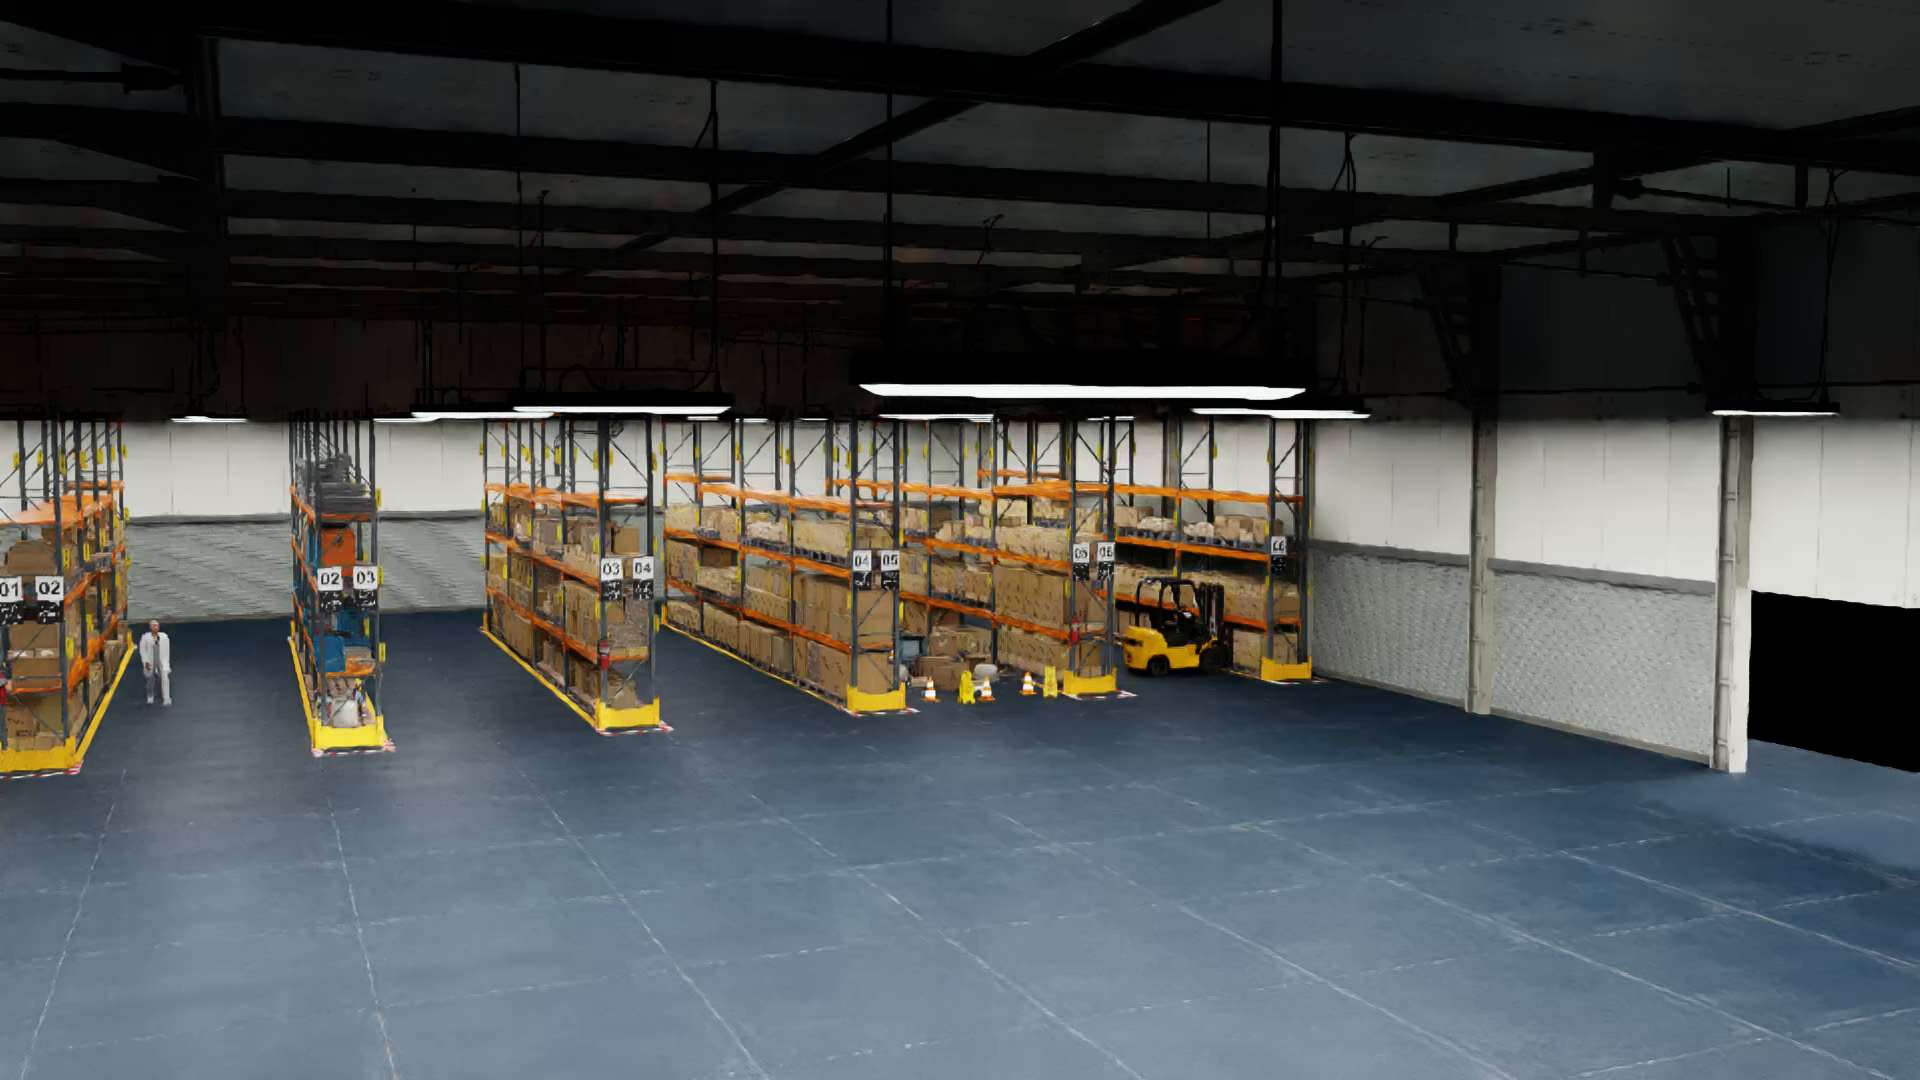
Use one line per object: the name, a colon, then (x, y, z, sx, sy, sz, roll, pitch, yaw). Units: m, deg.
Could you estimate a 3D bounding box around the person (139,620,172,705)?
person: (-16.331, 2.485, 33.748, 0.577, 1.716, 1.101, -2, 5, -32)
